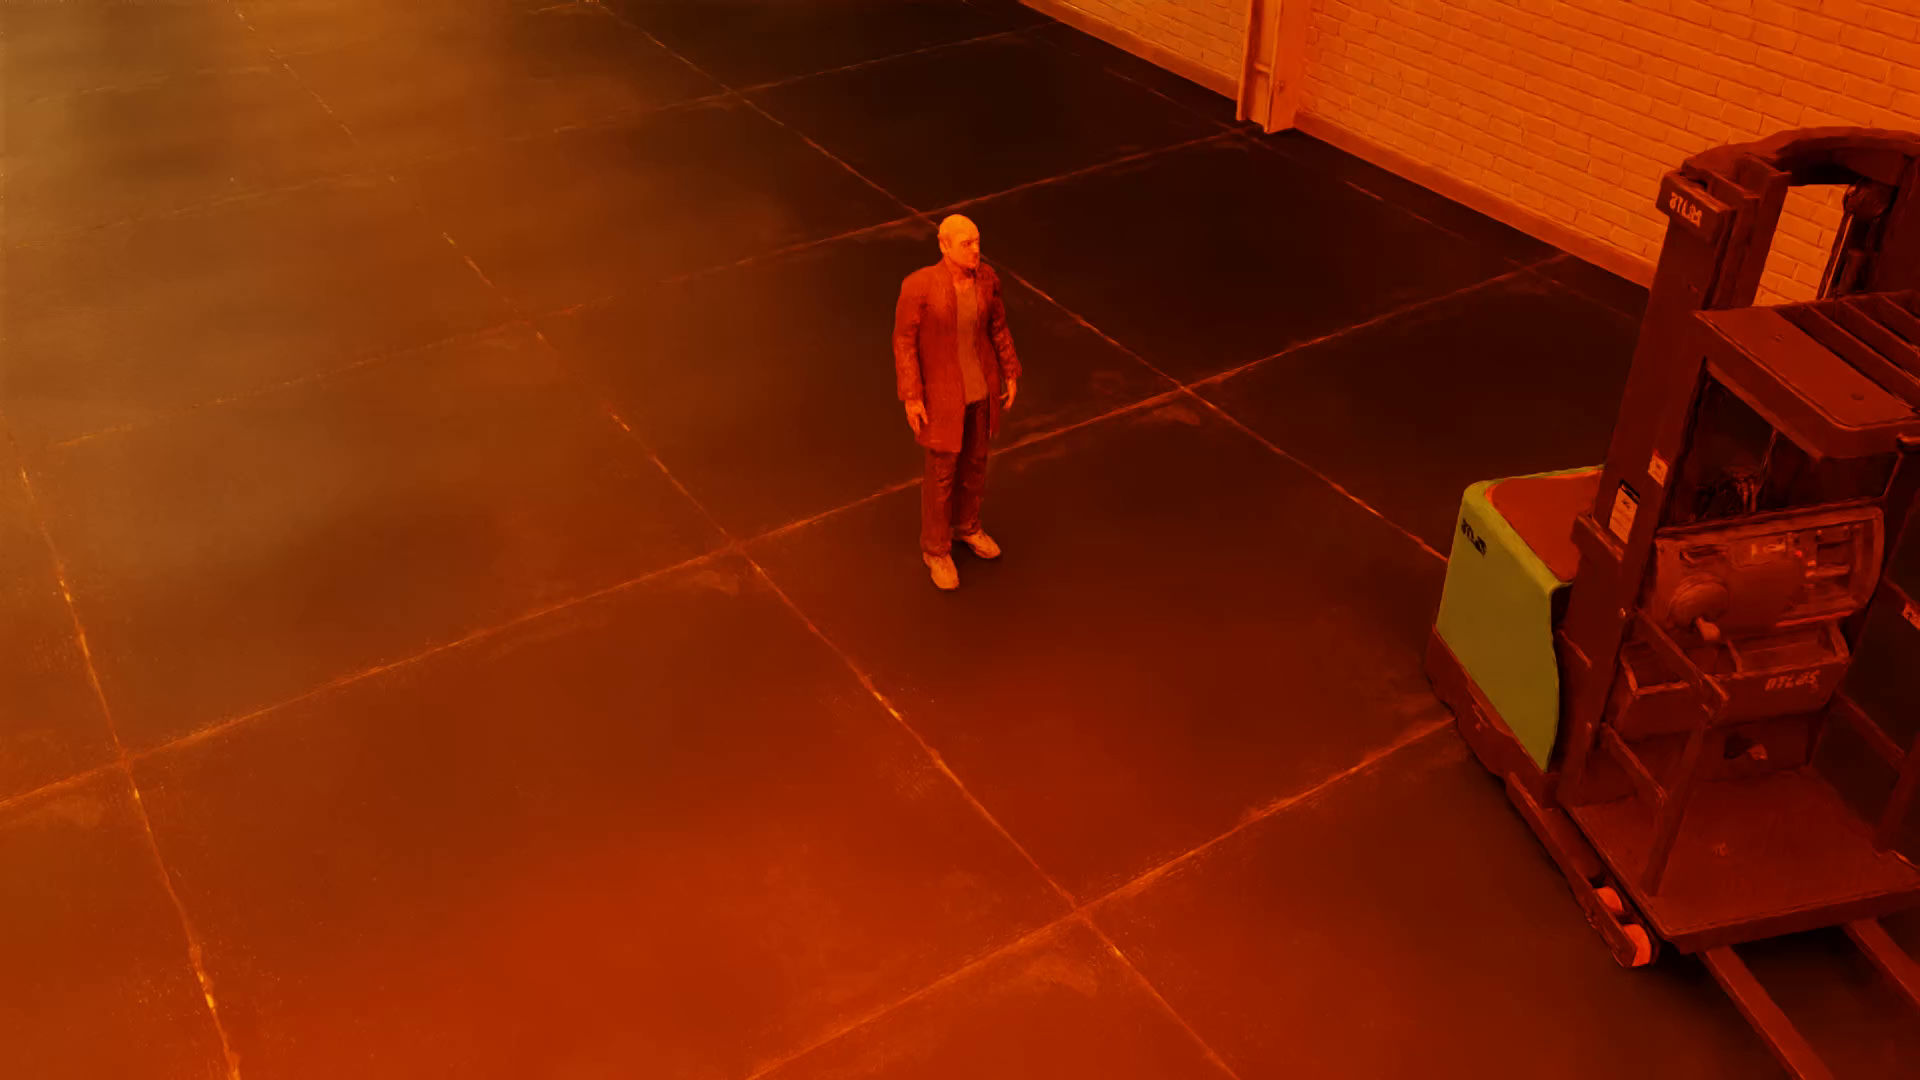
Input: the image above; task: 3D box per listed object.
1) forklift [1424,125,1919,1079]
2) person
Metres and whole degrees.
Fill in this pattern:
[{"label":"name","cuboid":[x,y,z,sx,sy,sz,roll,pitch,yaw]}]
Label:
[{"label":"forklift","cuboid":[2.987,0.193,5.873,1.130,2.935,3.031,-8,36,-11]},{"label":"person","cuboid":[0.046,-0.688,8.117,0.694,1.776,0.580,-21,40,-27]}]
